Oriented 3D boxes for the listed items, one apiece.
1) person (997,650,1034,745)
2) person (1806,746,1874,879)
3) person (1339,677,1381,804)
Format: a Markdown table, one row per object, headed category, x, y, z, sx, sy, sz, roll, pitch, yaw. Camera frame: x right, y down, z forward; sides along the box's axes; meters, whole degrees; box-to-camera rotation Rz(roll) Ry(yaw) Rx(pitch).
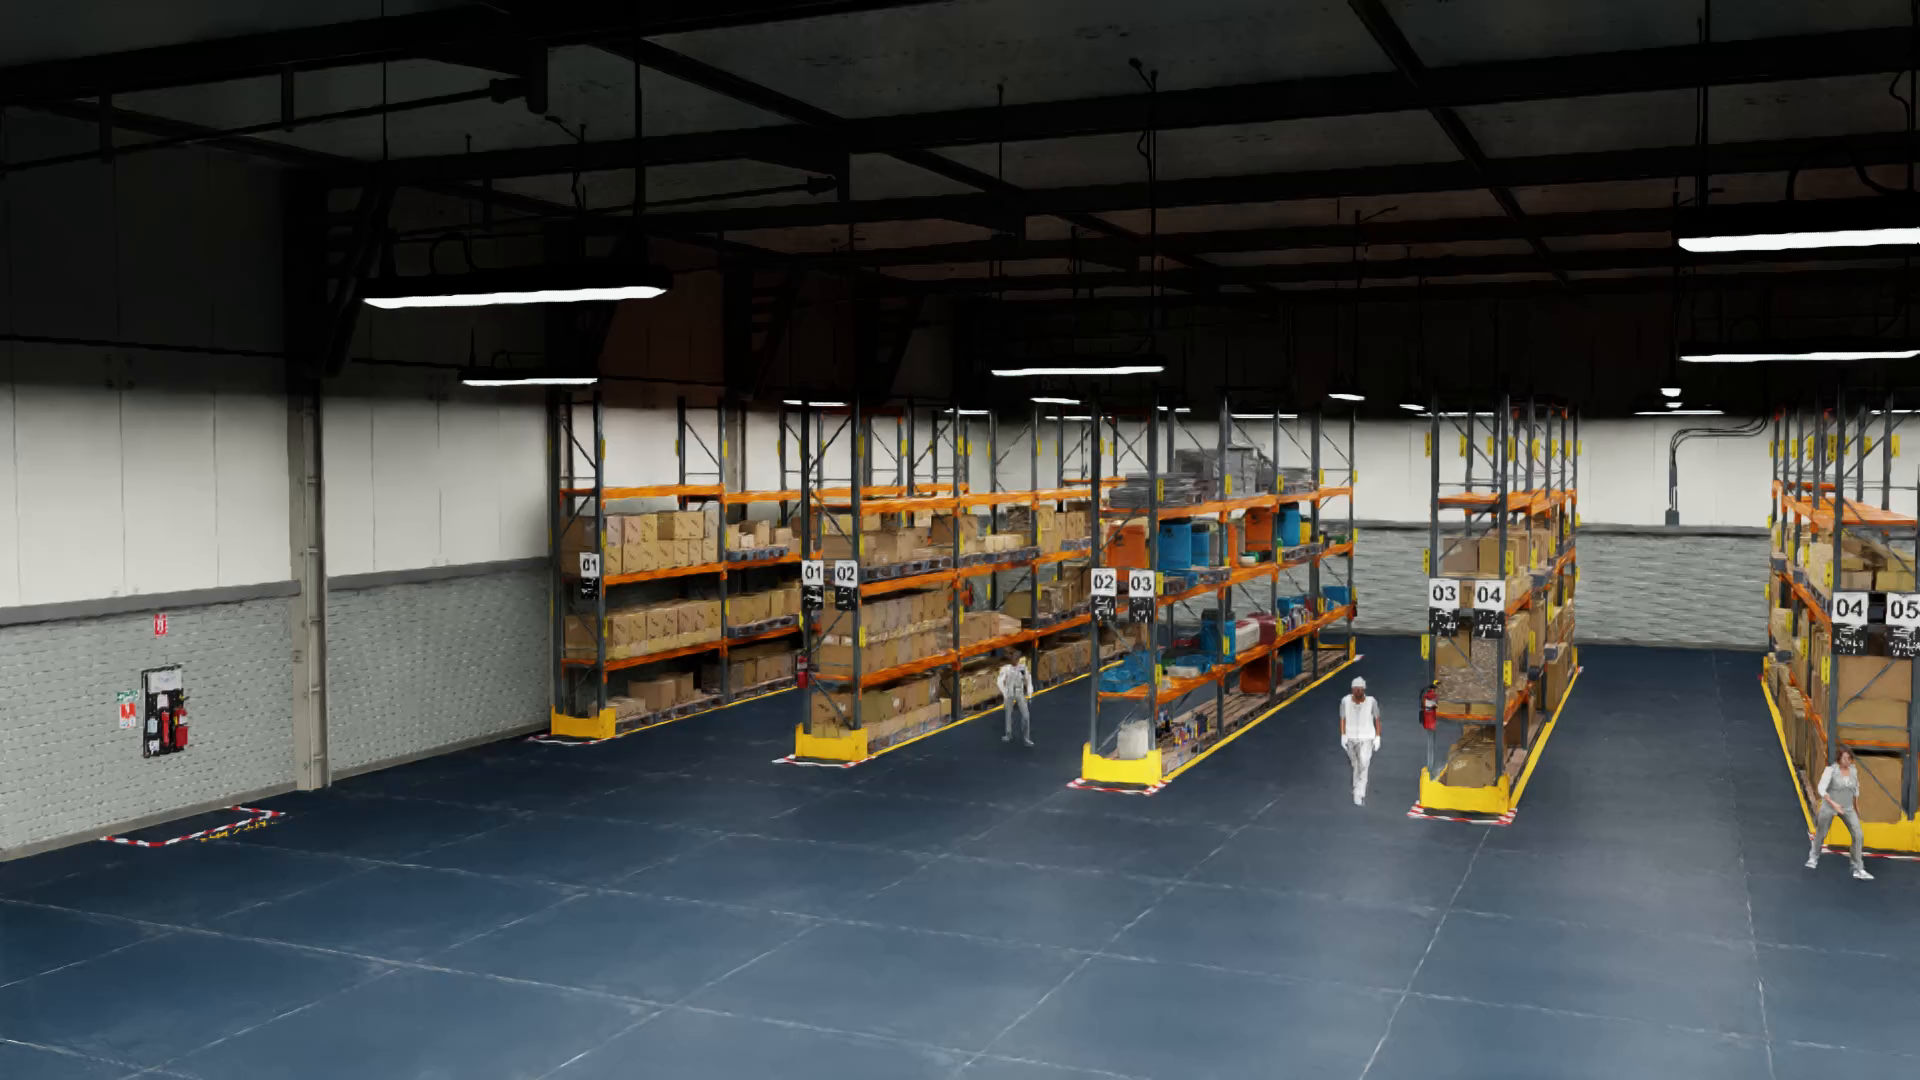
| category | x | y | z | sx | sy | sz | roll | pitch | yaw |
| --- | --- | --- | --- | --- | --- | --- | --- | --- | --- |
| person | 0.948 | 2.632 | 28.134 | 0.634 | 1.610 | 0.798 | 0 | 3 | 5 |
| person | 10.298 | 3.166 | 19.496 | 0.562 | 1.490 | 0.782 | 0 | 3 | 6 |
| person | 5.662 | 2.804 | 23.622 | 0.554 | 1.727 | 0.930 | 2 | 3 | 26 |
